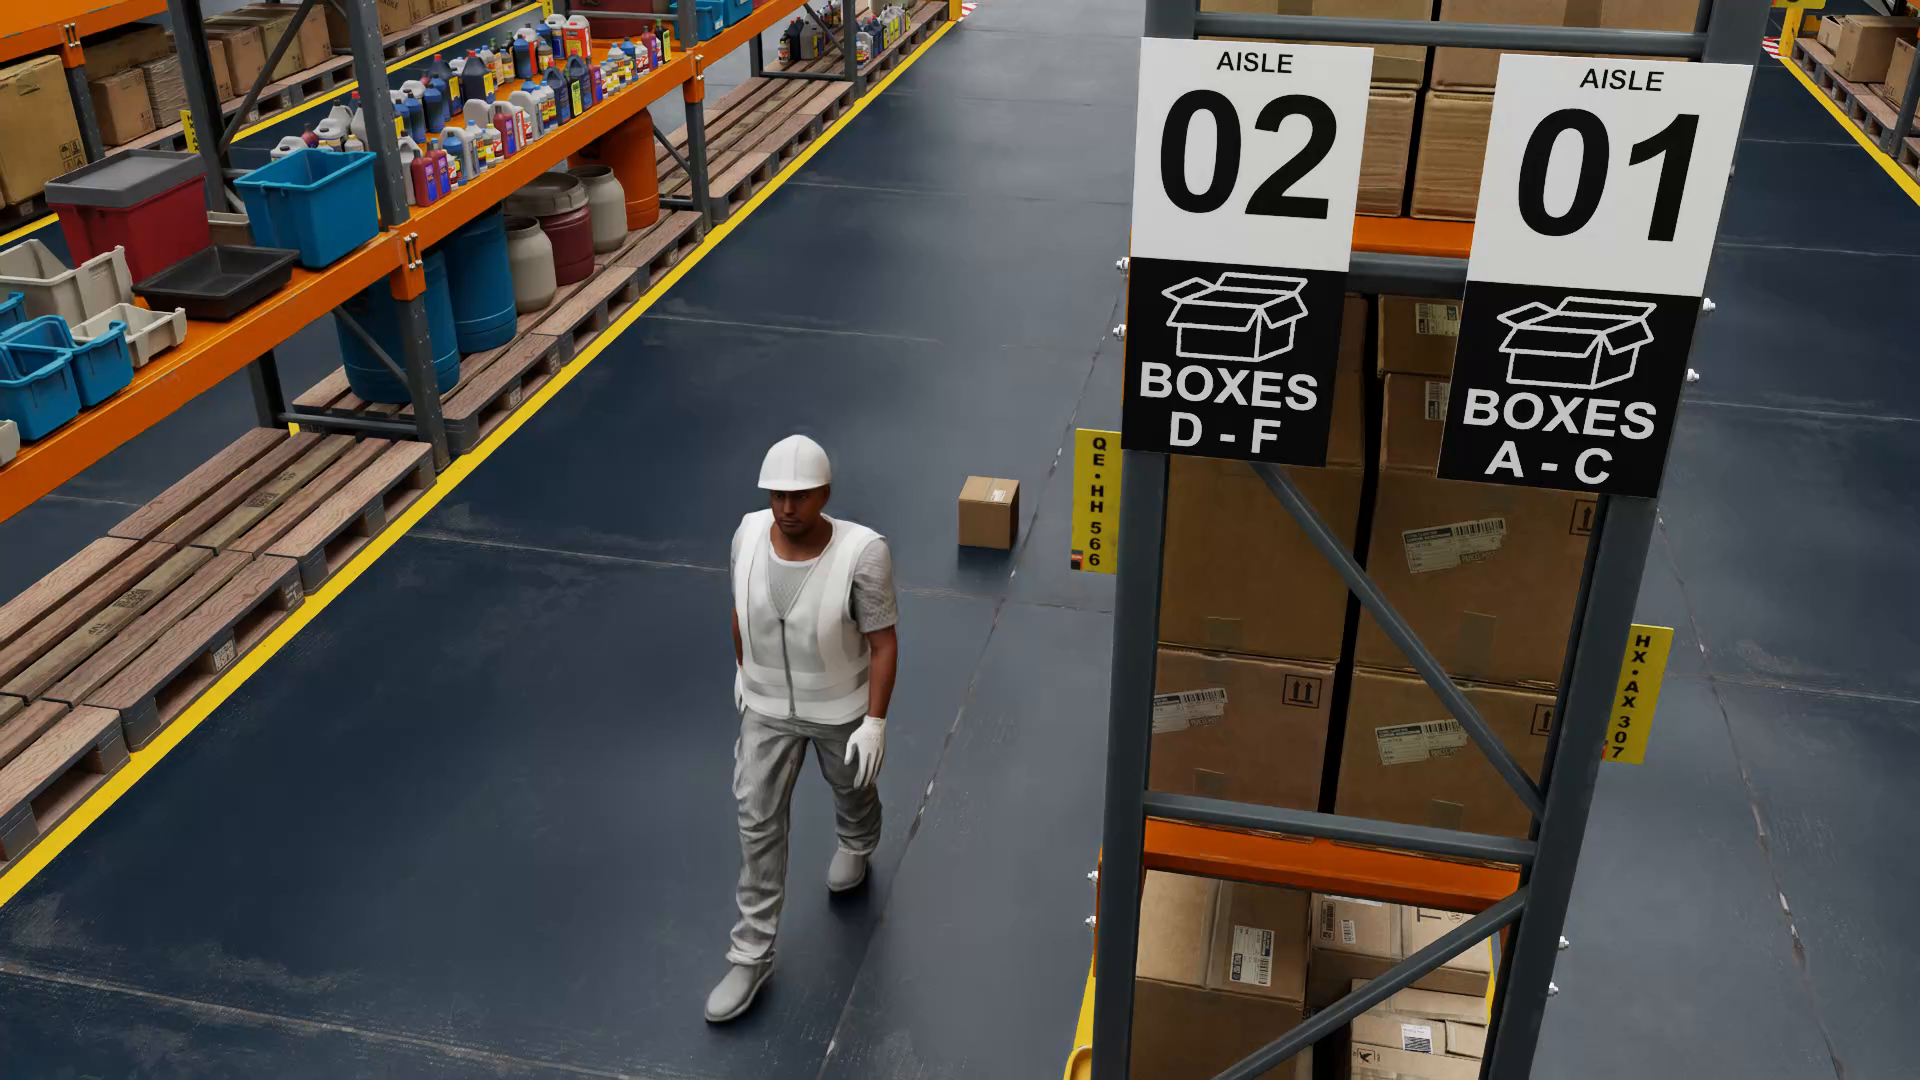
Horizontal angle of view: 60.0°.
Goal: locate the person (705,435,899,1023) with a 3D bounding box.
[{"bbox_3d":[-0.492,0.532,5.087,0.599,1.733,0.965,7,29,12],"label":"person"}]
